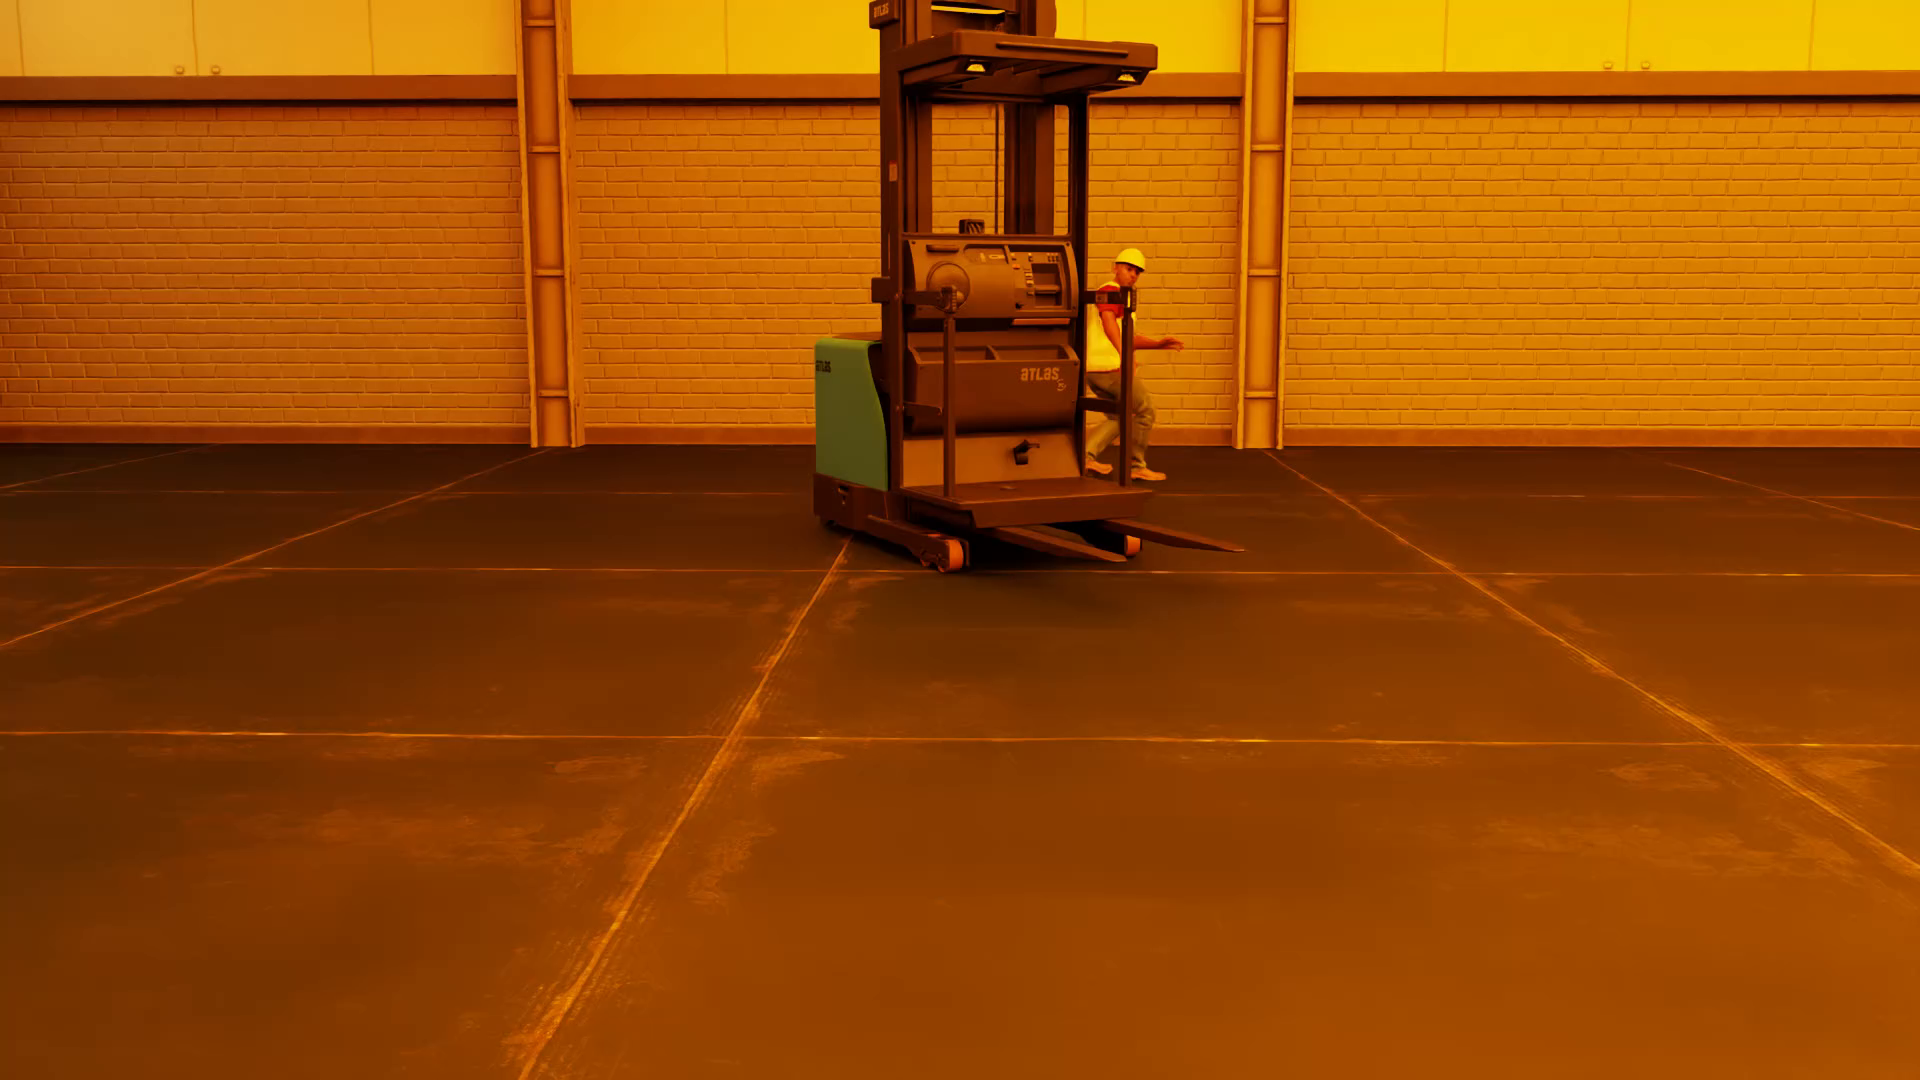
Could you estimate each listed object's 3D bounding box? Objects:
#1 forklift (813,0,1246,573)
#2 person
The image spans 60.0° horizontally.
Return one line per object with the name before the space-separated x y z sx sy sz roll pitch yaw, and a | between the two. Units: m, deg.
forklift | 0.272 -1.366 8.241 1.130 2.935 3.031 -4 10 -26
person | 1.212 -1.202 11.538 0.852 1.627 0.913 -2 9 -12
